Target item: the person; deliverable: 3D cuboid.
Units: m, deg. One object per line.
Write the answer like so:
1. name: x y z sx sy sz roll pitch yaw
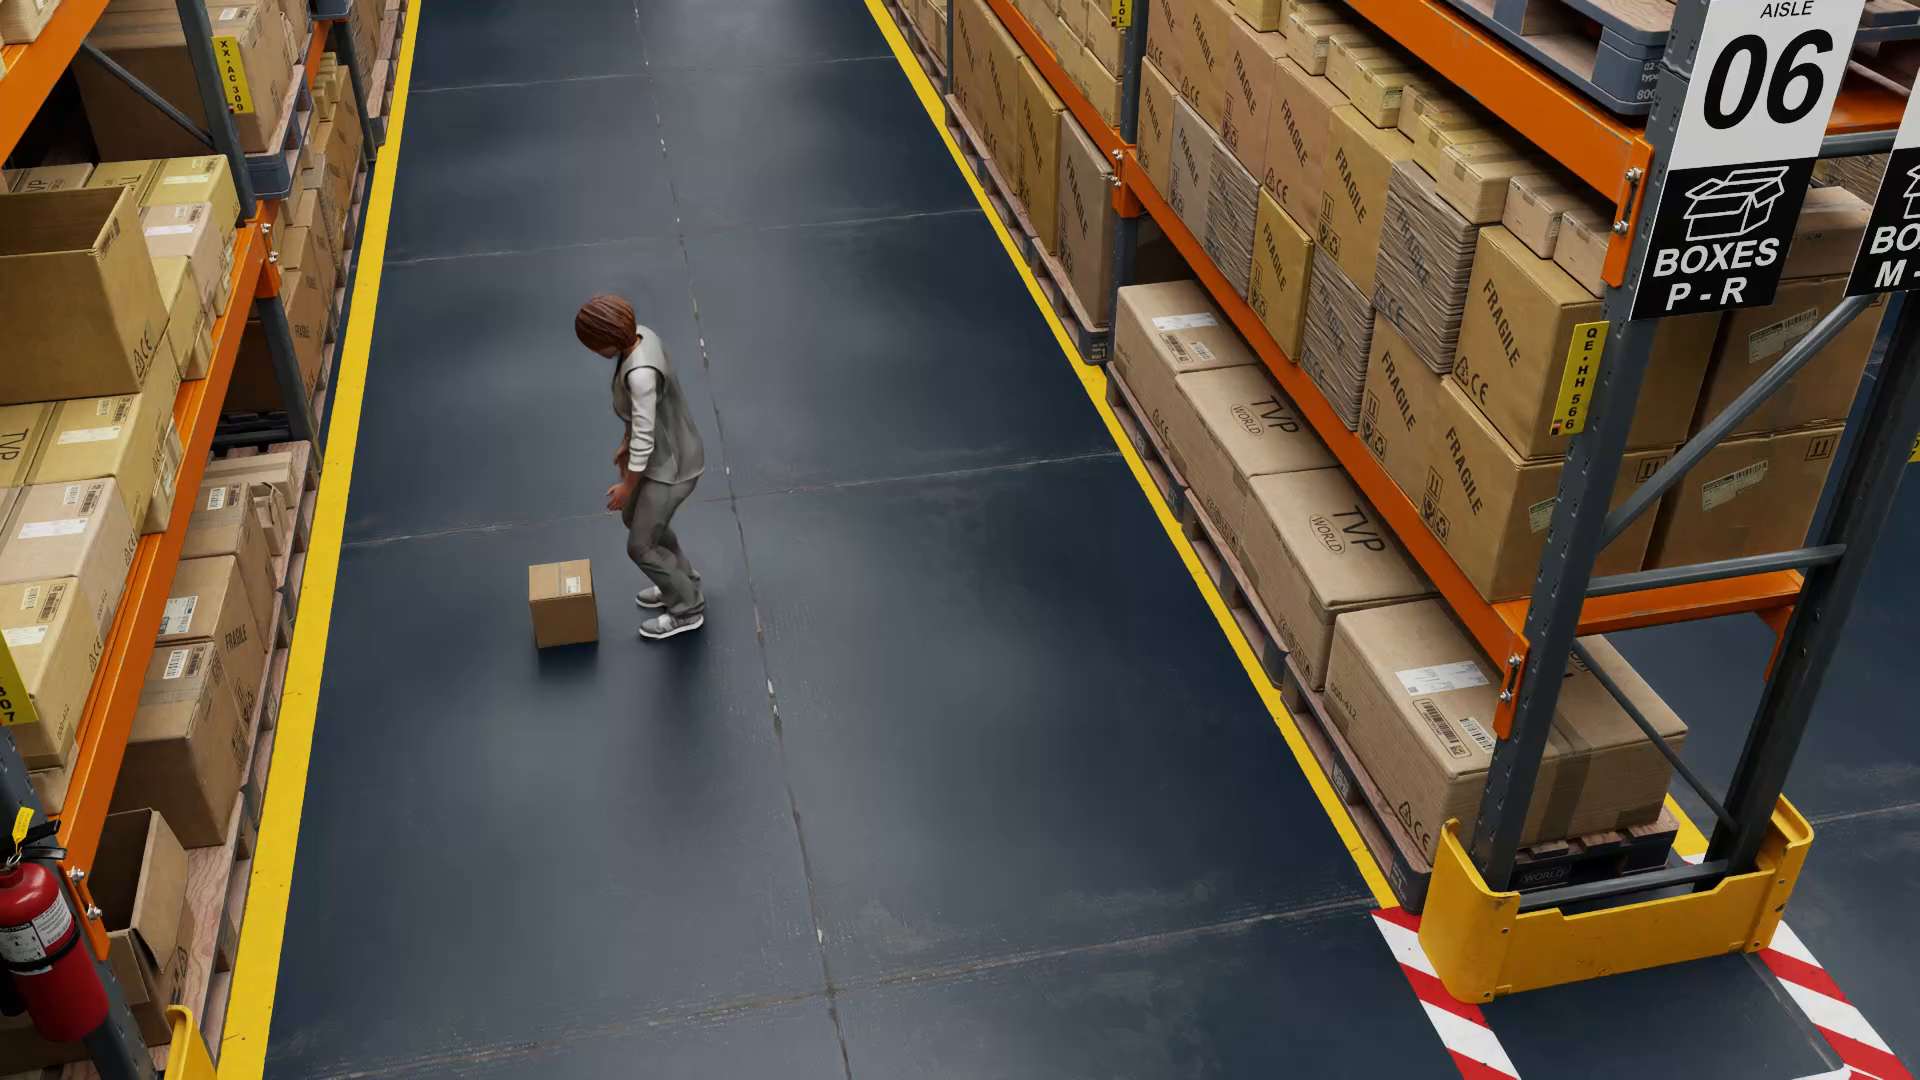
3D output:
1. person: -1.228 -0.286 6.636 0.437 1.527 0.437 -6 35 -9
